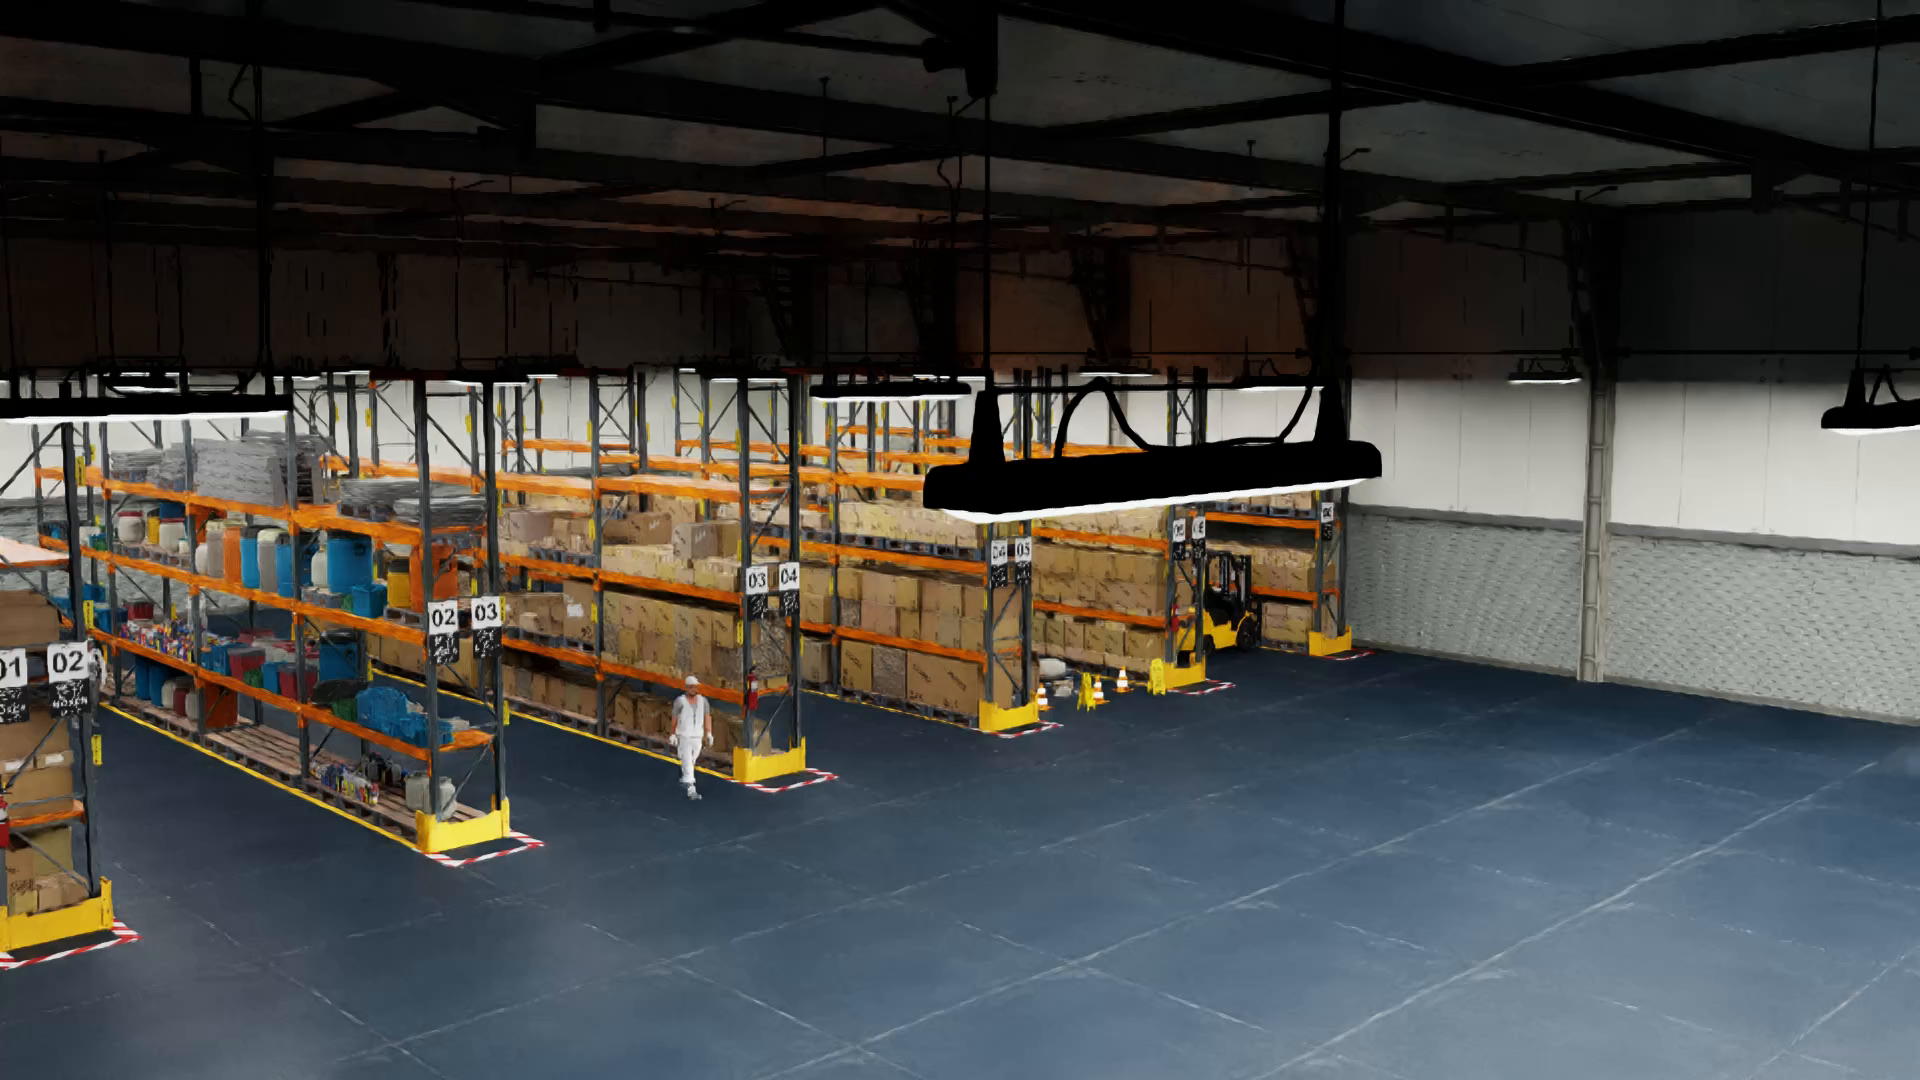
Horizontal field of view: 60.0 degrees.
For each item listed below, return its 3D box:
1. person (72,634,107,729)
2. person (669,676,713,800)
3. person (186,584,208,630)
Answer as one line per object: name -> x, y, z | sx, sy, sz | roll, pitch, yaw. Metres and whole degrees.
person -> -14.709, 2.372, 28.008 | 0.506, 1.632, 0.639 | 6, 9, 44
person -> -3.811, 2.788, 23.714 | 0.533, 1.728, 1.035 | -4, 8, -35
person -> -16.263, 1.443, 35.500 | 0.551, 1.757, 0.752 | -1, 7, -11
